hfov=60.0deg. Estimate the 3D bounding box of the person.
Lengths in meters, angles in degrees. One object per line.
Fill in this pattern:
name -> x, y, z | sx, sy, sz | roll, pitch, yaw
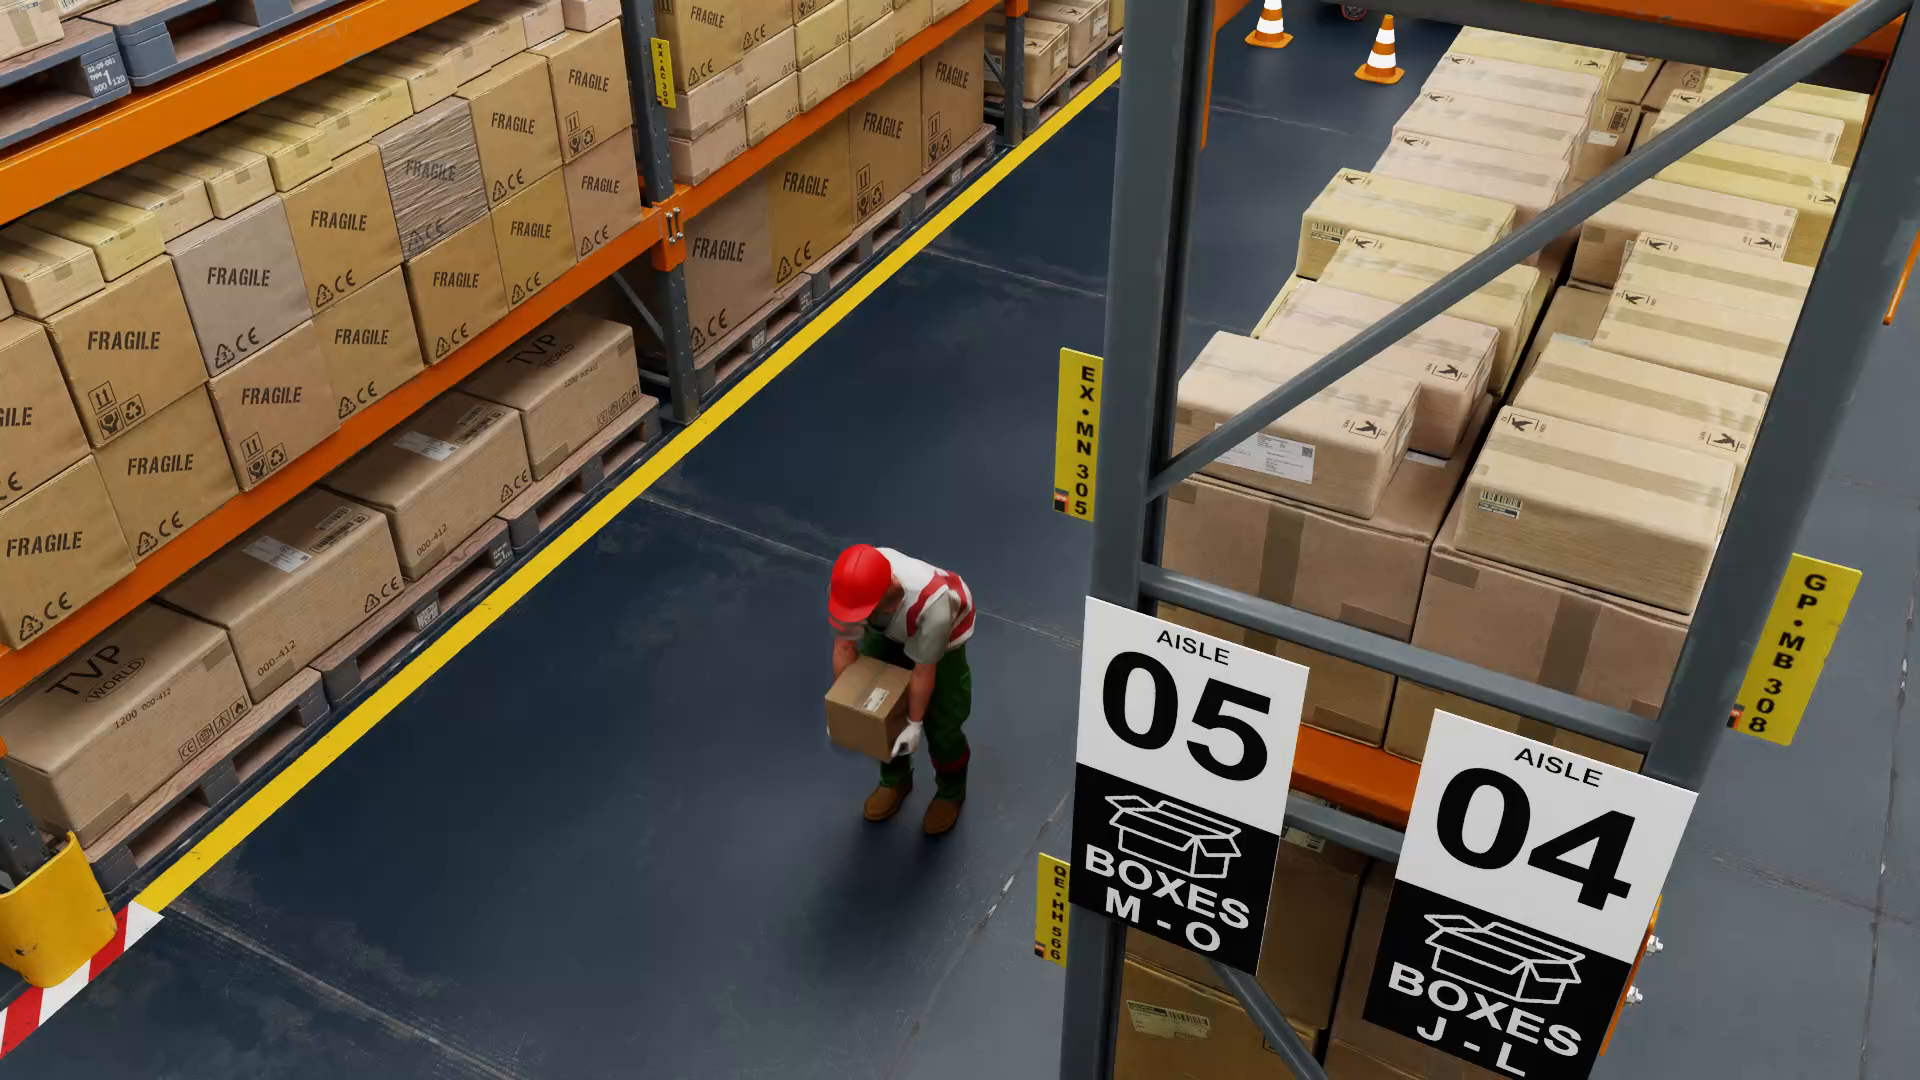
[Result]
person -> -0.236, 0.526, 6.215 | 0.484, 1.581, 0.784 | 17, 41, 20
